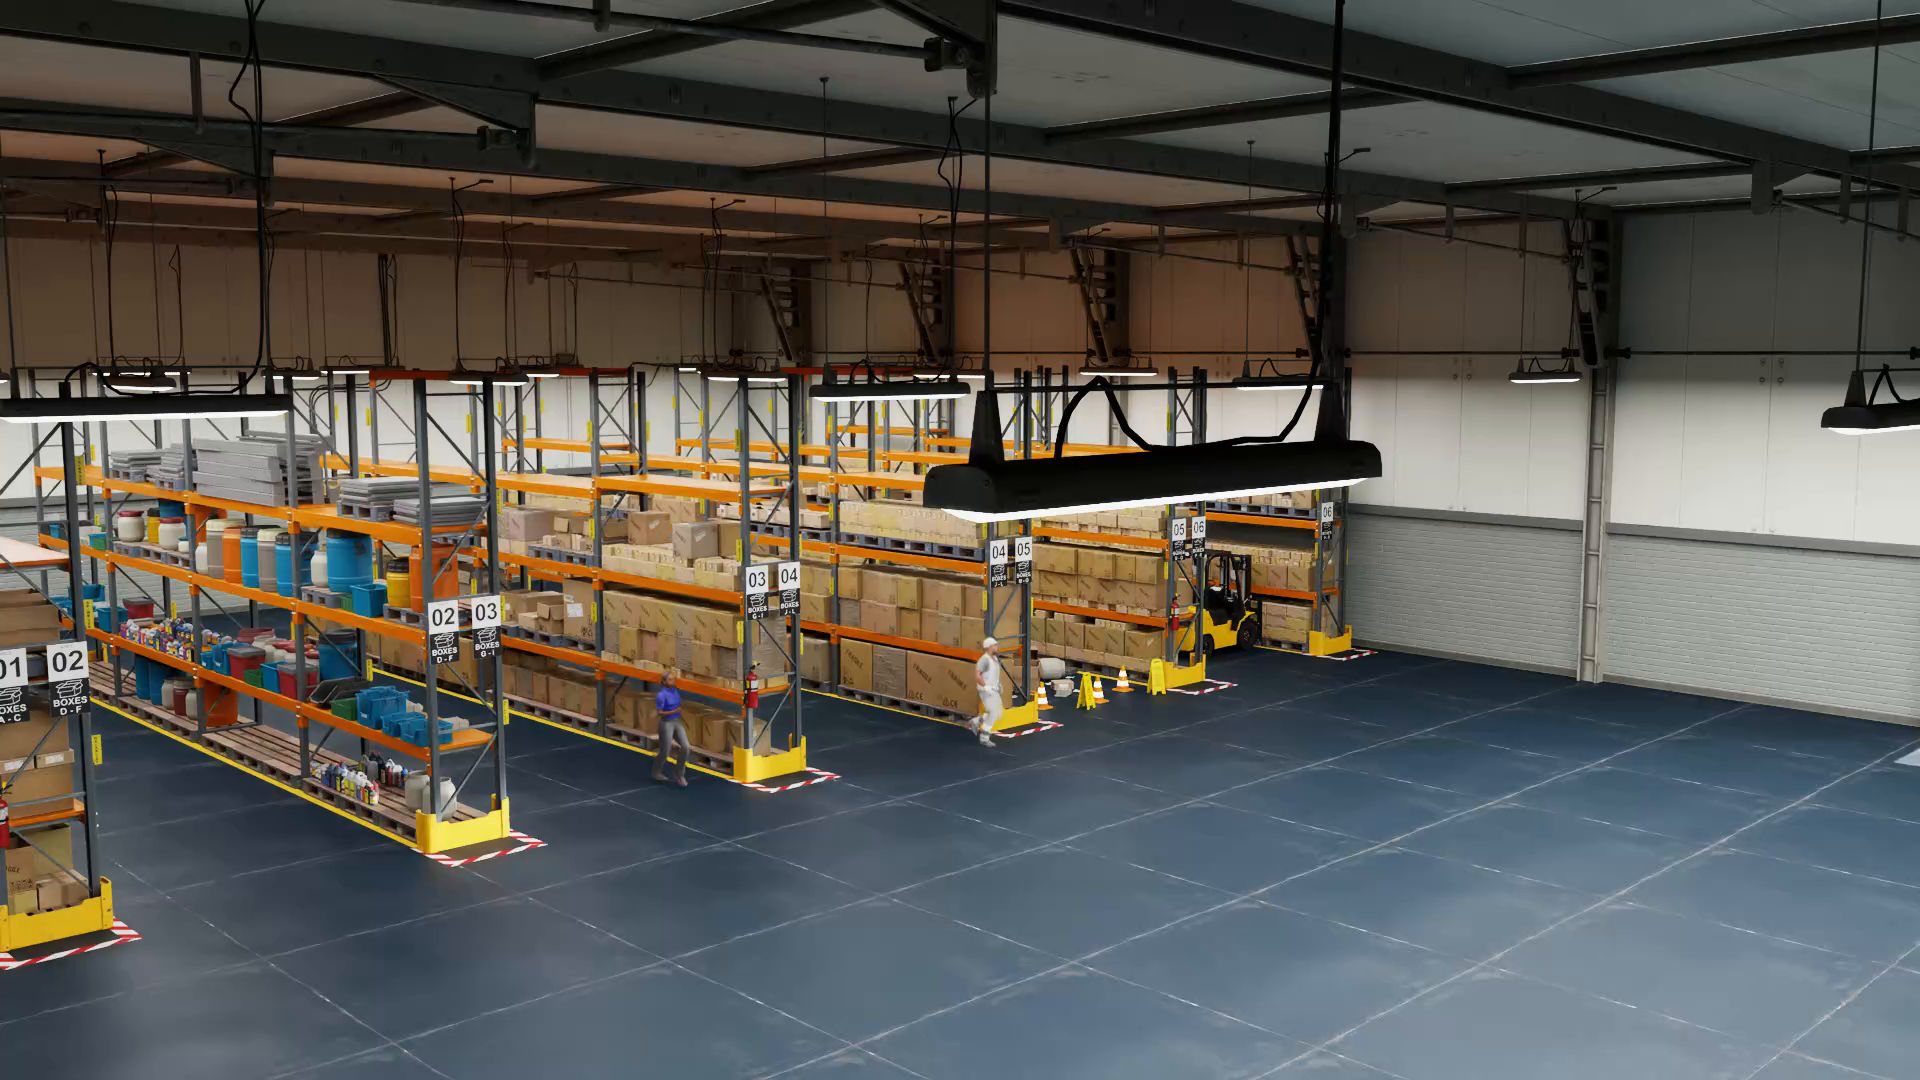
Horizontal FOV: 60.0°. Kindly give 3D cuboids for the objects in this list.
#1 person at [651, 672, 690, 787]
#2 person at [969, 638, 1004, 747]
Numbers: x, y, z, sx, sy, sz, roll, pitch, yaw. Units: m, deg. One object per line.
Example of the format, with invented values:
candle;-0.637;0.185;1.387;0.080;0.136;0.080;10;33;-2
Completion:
person;-4.228;2.783;24.328;0.702;1.697;0.555;5;8;35
person;0.432;2.445;26.975;0.573;1.727;0.703;3;7;24
